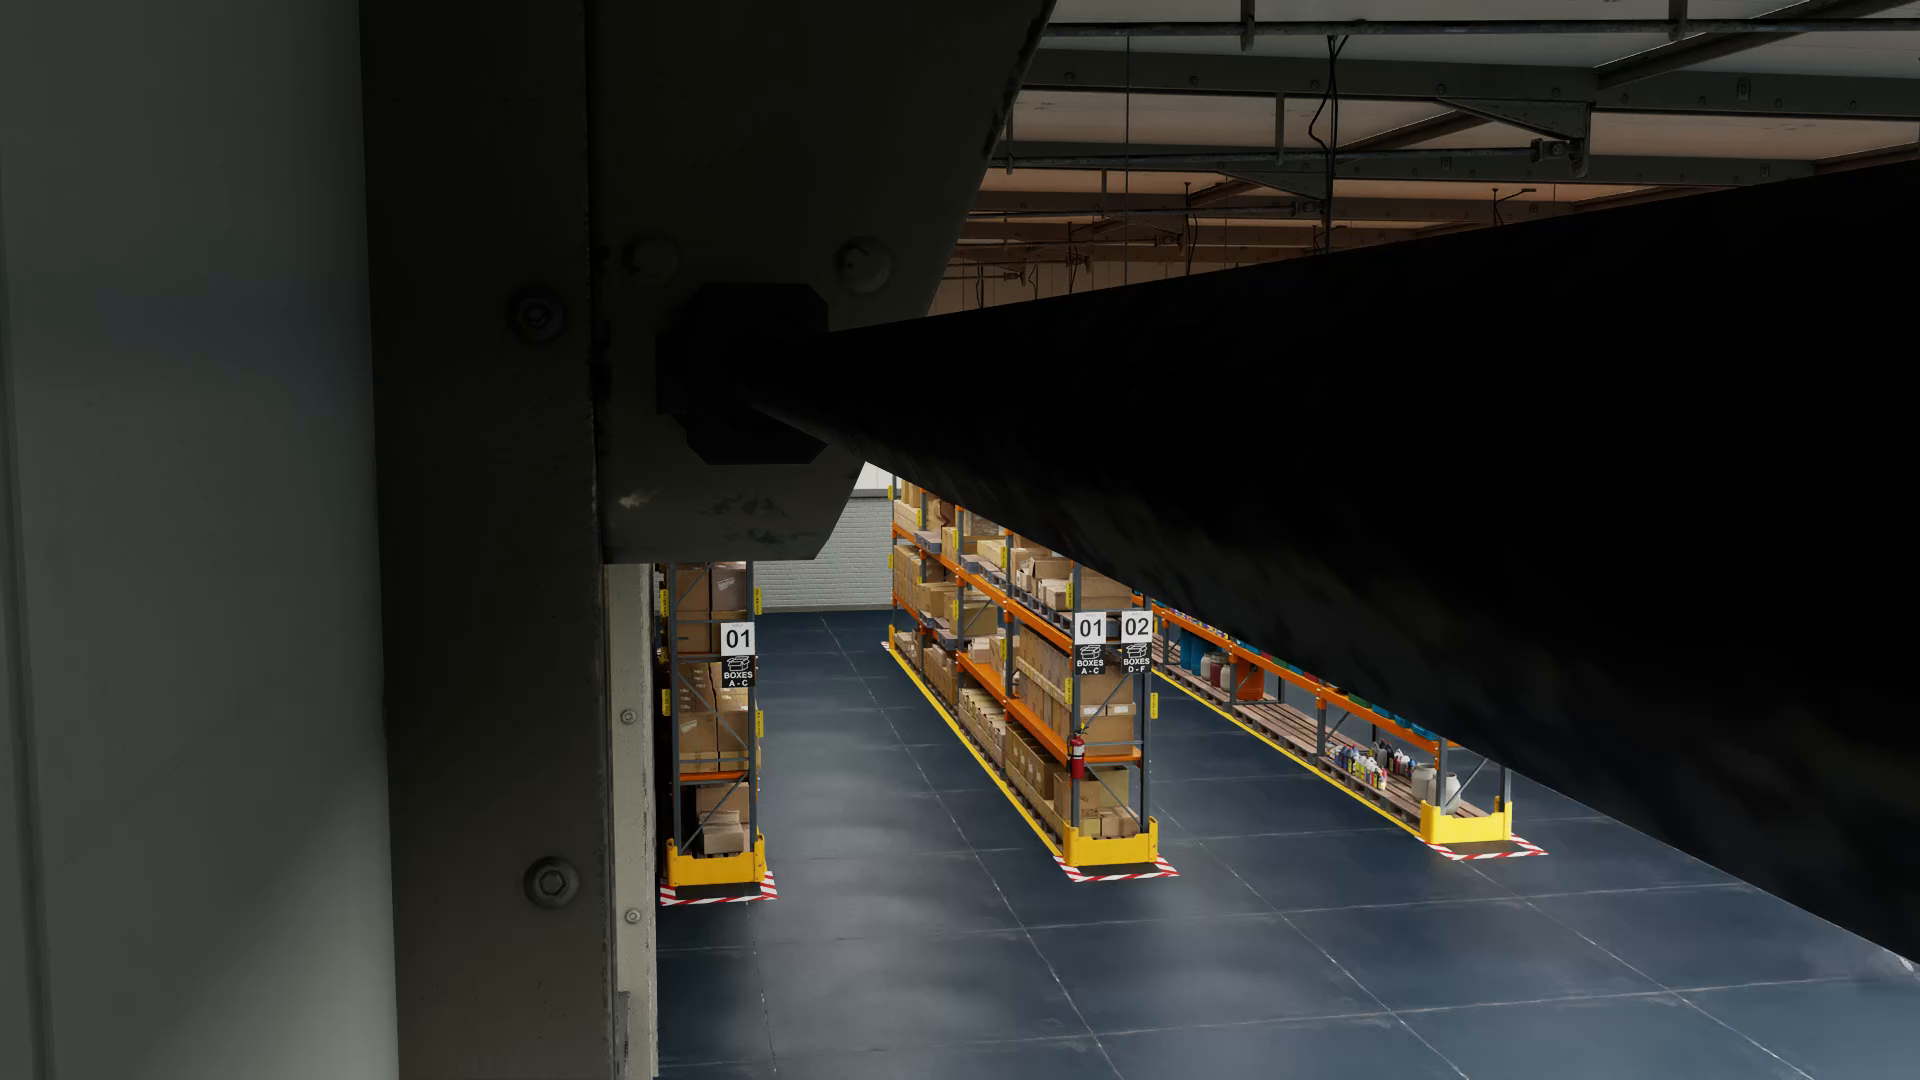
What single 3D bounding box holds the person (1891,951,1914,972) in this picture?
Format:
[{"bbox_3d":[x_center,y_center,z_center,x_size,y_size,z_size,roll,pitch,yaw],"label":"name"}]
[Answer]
[{"bbox_3d":[9.904,3.654,16.790,0.836,1.765,0.697,2,6,17],"label":"person"}]
